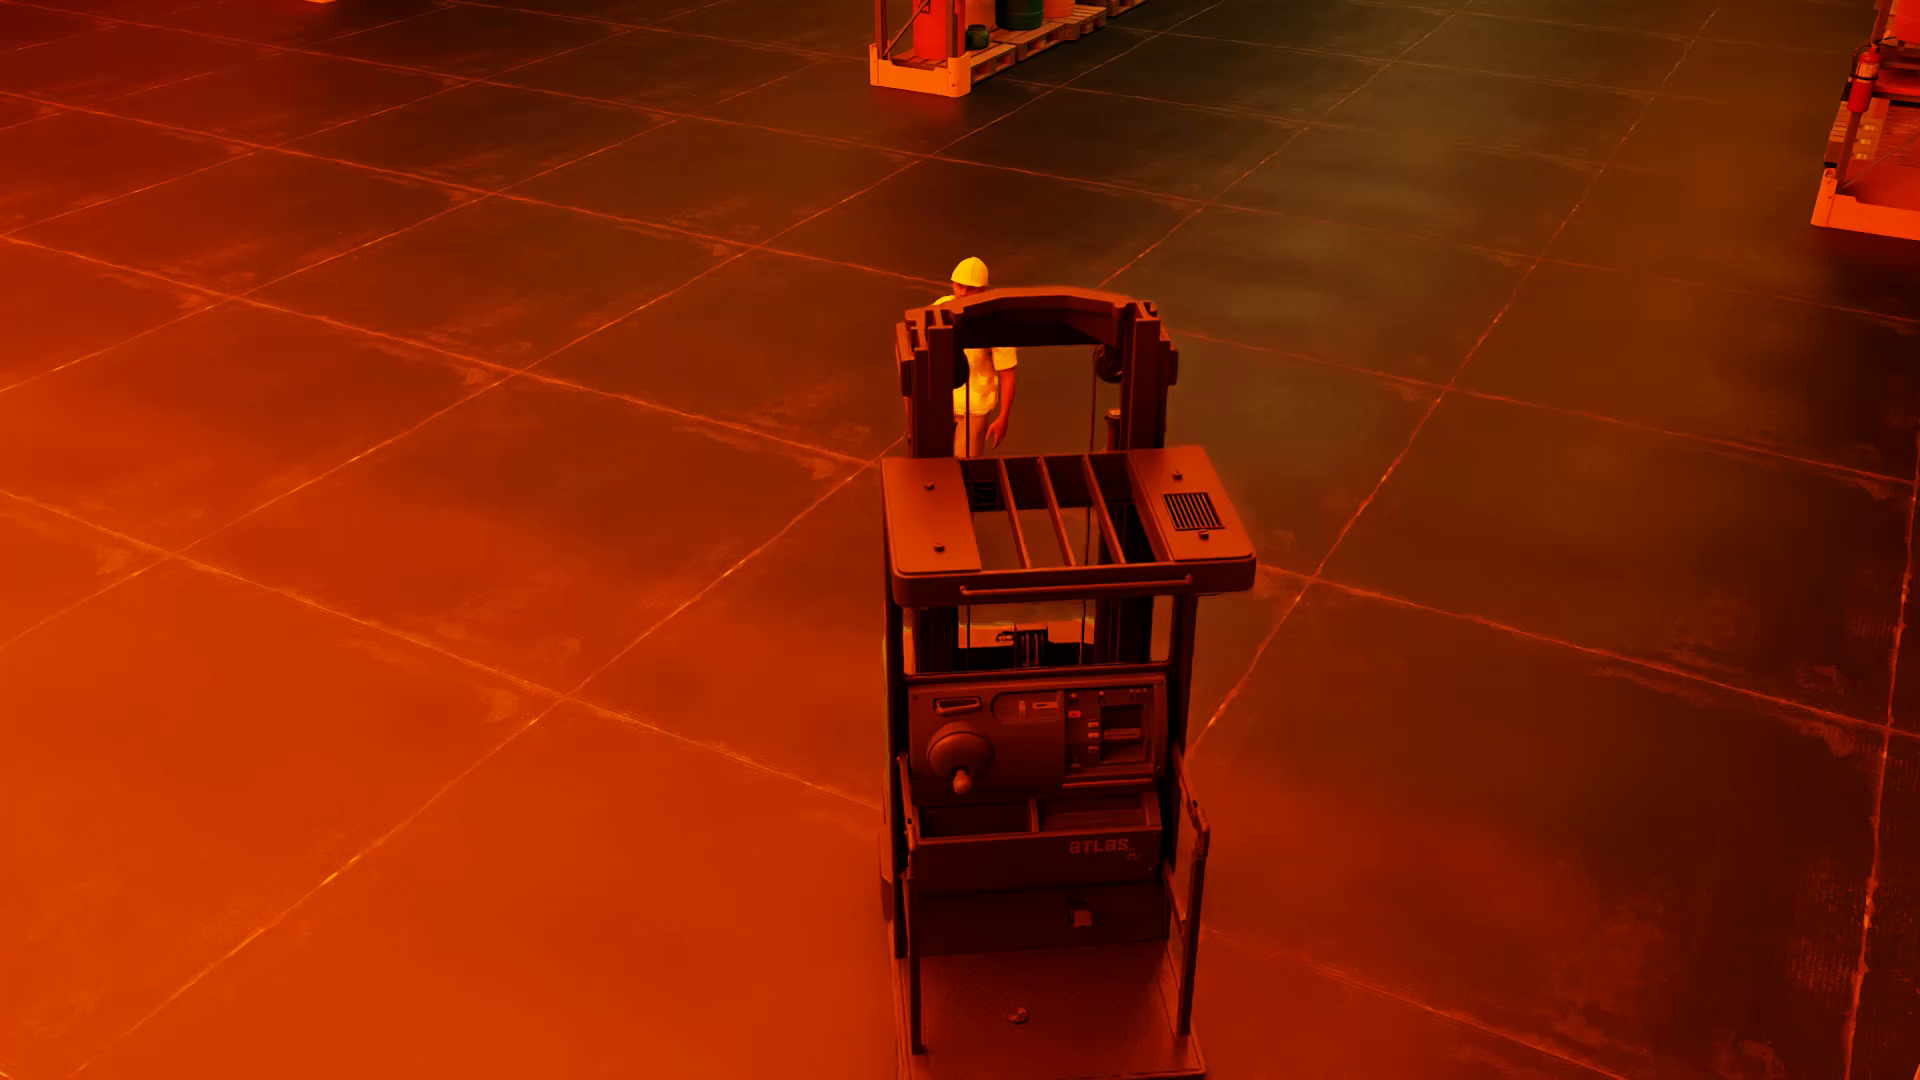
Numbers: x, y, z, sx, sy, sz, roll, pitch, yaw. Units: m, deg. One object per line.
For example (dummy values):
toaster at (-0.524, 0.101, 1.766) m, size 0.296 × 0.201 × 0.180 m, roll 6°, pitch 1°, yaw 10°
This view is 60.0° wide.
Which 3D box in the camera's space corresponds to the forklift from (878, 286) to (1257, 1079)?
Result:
forklift at (0.305, 0.744, 5.782) m, size 1.130 × 2.935 × 3.031 m, roll -3°, pitch 30°, yaw -5°

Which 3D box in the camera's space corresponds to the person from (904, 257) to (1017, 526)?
person at (-0.039, -0.743, 9.508) m, size 0.665 × 1.765 × 0.577 m, roll 15°, pitch 33°, yaw 25°
